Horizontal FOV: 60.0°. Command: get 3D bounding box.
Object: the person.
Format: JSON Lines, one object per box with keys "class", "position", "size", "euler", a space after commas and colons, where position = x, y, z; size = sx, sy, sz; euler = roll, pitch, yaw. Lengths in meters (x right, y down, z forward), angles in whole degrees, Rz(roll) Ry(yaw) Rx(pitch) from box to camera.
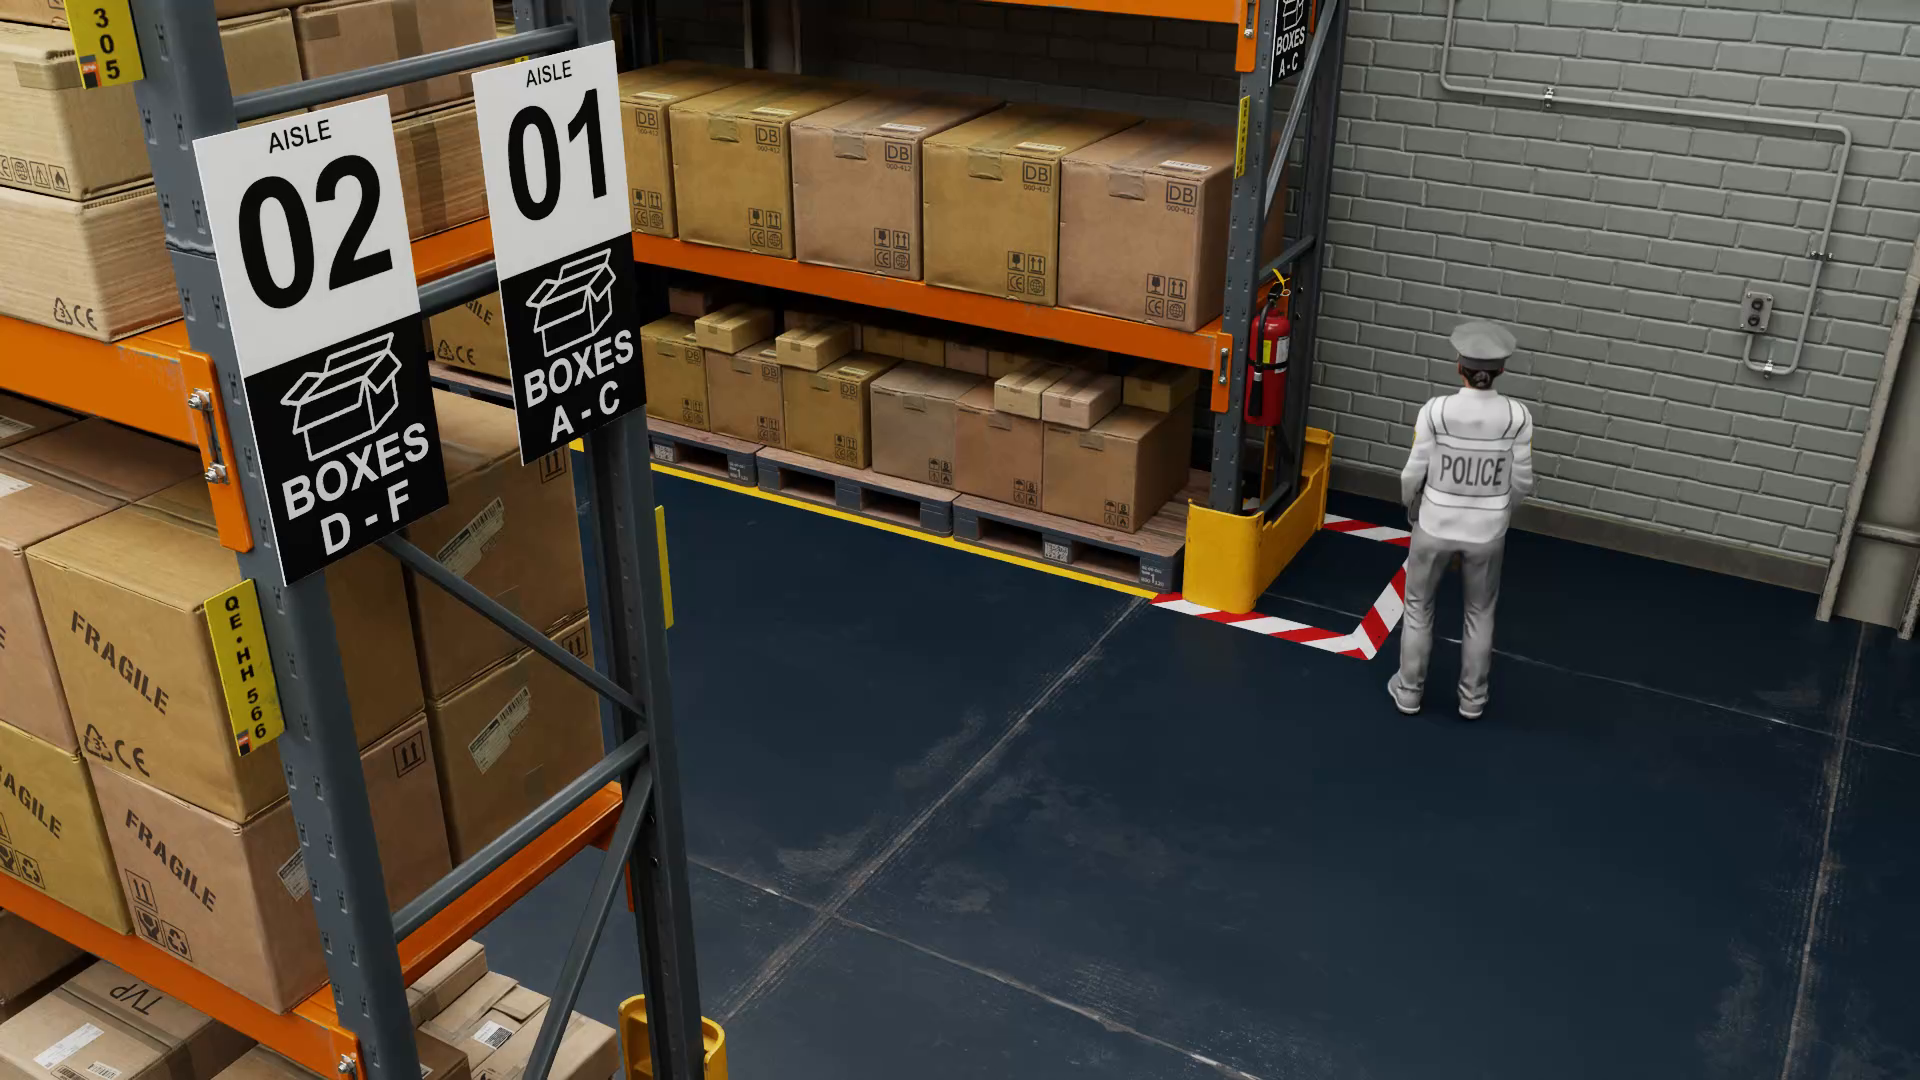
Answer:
{"class": "person", "position": [2.008, -0.056, 6.705], "size": [0.502, 1.680, 0.384], "euler": [5, 27, 9]}
